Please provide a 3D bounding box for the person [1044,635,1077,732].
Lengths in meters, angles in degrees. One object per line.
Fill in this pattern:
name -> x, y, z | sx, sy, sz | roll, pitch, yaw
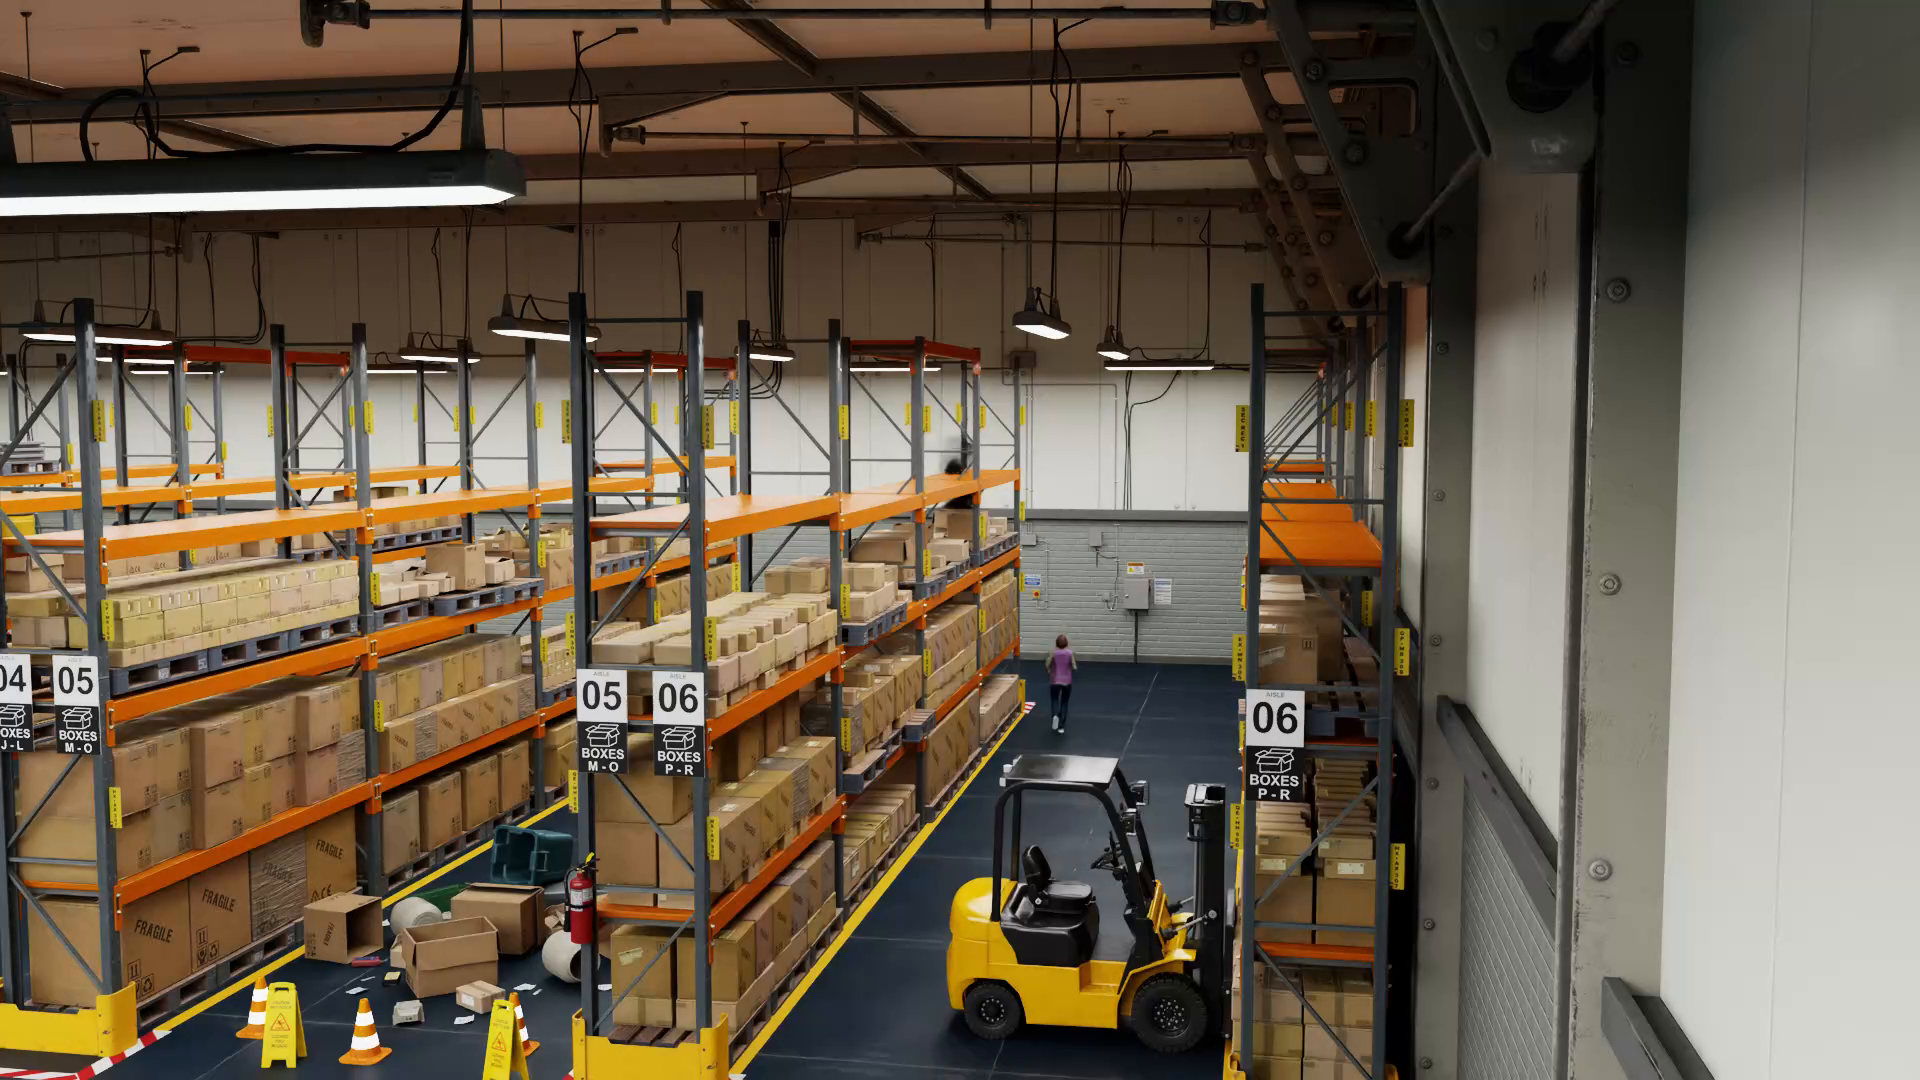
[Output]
person -> 1.596, 2.261, 26.367 | 0.526, 1.556, 0.536 | 0, 5, 4
